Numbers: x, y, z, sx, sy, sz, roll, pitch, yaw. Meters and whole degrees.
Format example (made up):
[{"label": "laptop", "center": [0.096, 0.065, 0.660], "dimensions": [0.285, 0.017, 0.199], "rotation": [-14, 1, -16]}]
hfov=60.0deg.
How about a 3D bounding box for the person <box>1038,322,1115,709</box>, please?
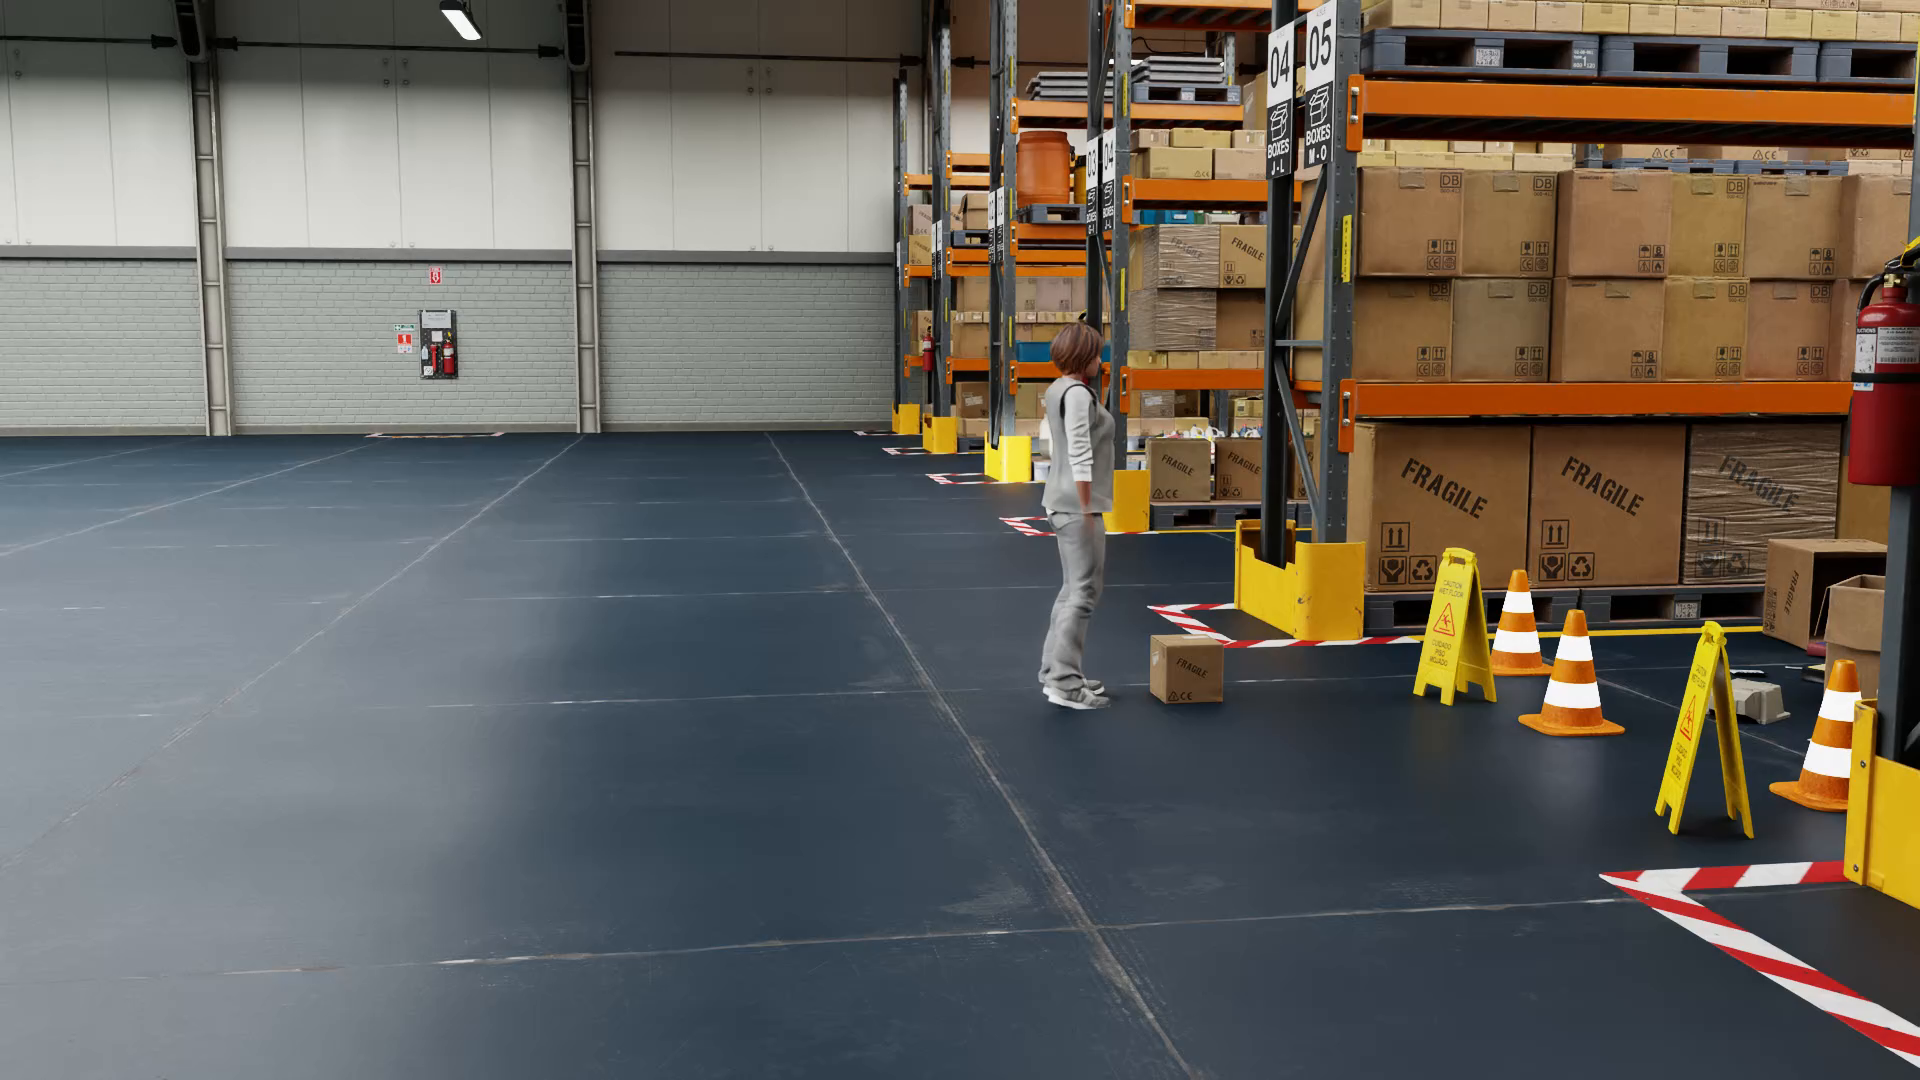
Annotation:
[{"label": "person", "center": [0.494, -0.100, 6.980], "dimensions": [0.300, 1.612, 0.406], "rotation": [-1, 7, -7]}]
